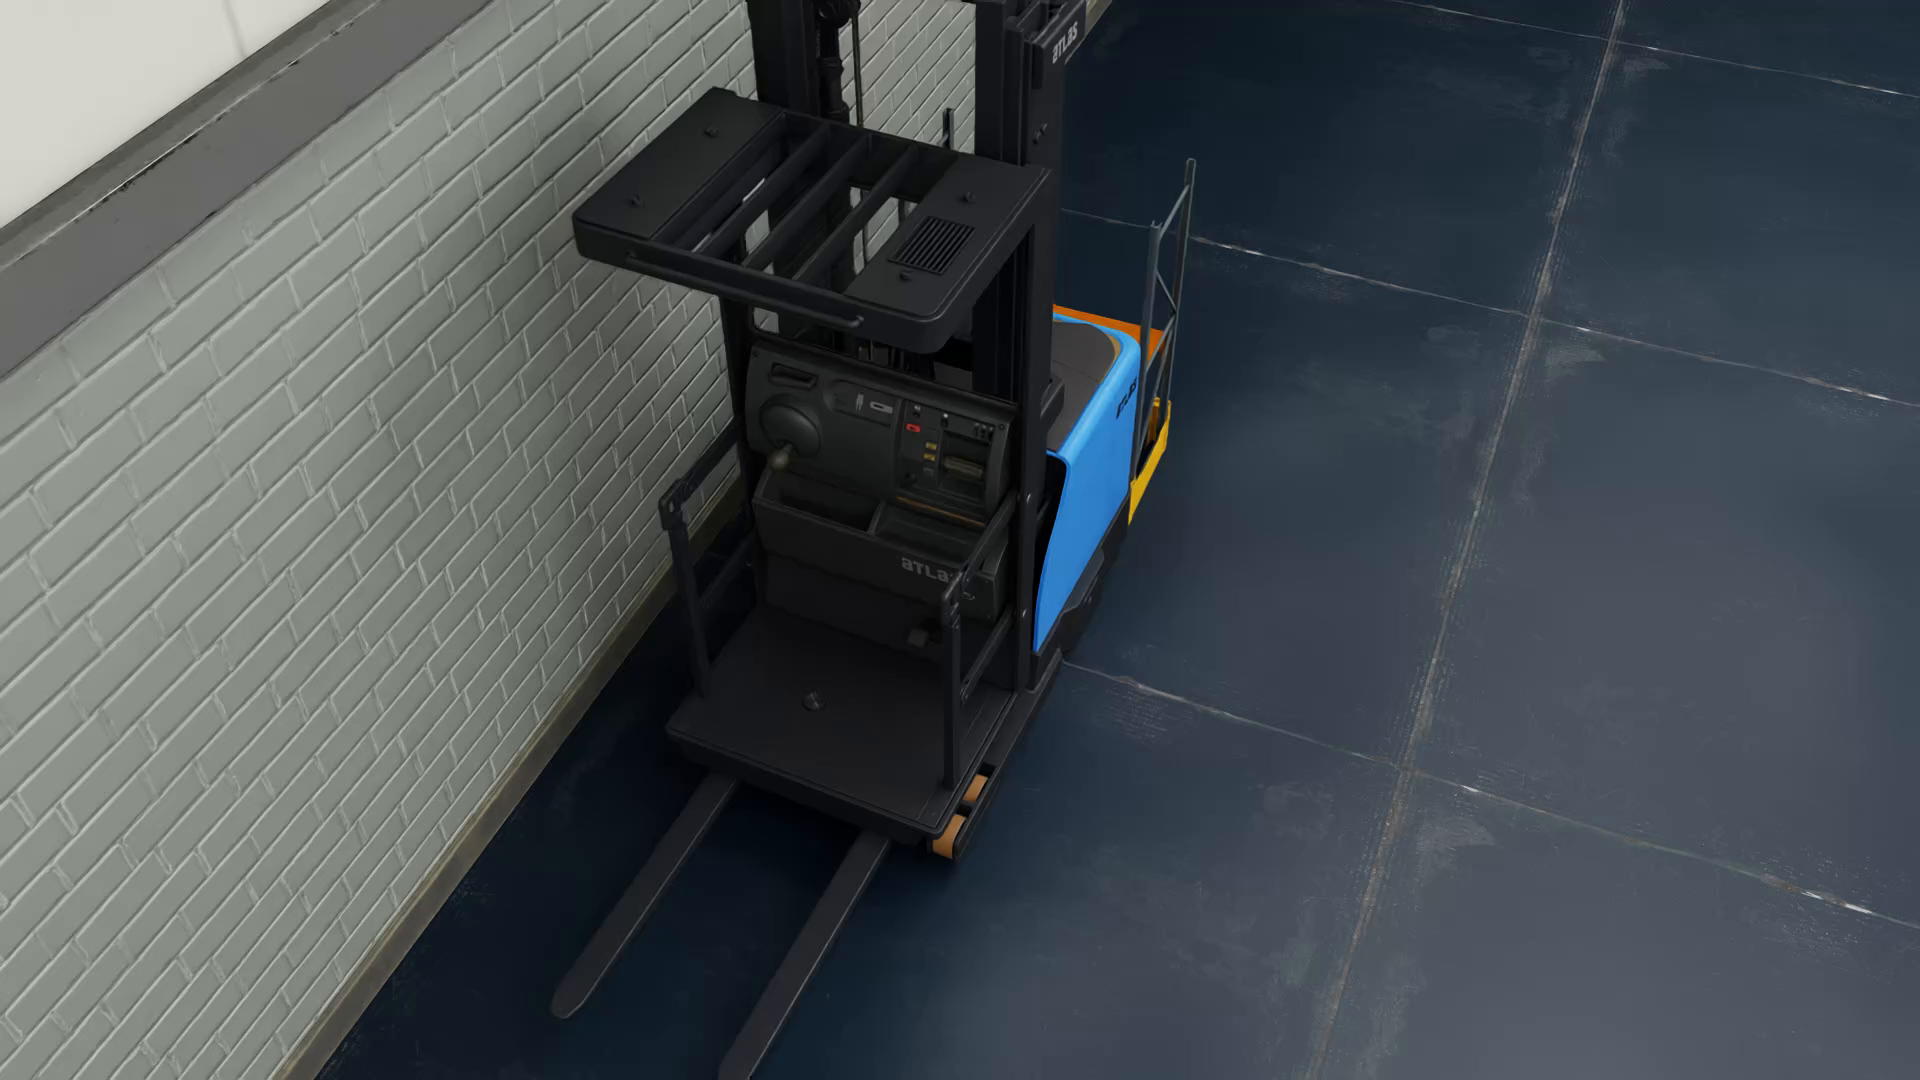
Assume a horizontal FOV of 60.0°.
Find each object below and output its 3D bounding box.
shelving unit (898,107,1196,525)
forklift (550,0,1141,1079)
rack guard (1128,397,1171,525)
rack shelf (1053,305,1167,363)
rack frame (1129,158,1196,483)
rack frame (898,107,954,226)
[{"bbox_3d":[0.329,-0.920,6.950,1.083,1.500,0.587,16,47,15],"label":"shelving unit"},{"bbox_3d":[-0.366,-0.257,5.270,1.130,2.935,3.031,18,48,17],"label":"forklift"},{"bbox_3d":[0.790,-0.345,7.258,0.087,0.250,0.587,16,47,15],"label":"rack guard"},{"bbox_3d":[0.338,-0.790,7.075,1.000,0.185,0.538,16,47,15],"label":"rack shelf"},{"bbox_3d":[0.808,-0.782,6.812,0.032,1.500,0.500,16,47,15],"label":"rack frame"},{"bbox_3d":[-0.133,-1.052,7.083,0.032,1.500,0.500,16,47,15],"label":"rack frame"}]
